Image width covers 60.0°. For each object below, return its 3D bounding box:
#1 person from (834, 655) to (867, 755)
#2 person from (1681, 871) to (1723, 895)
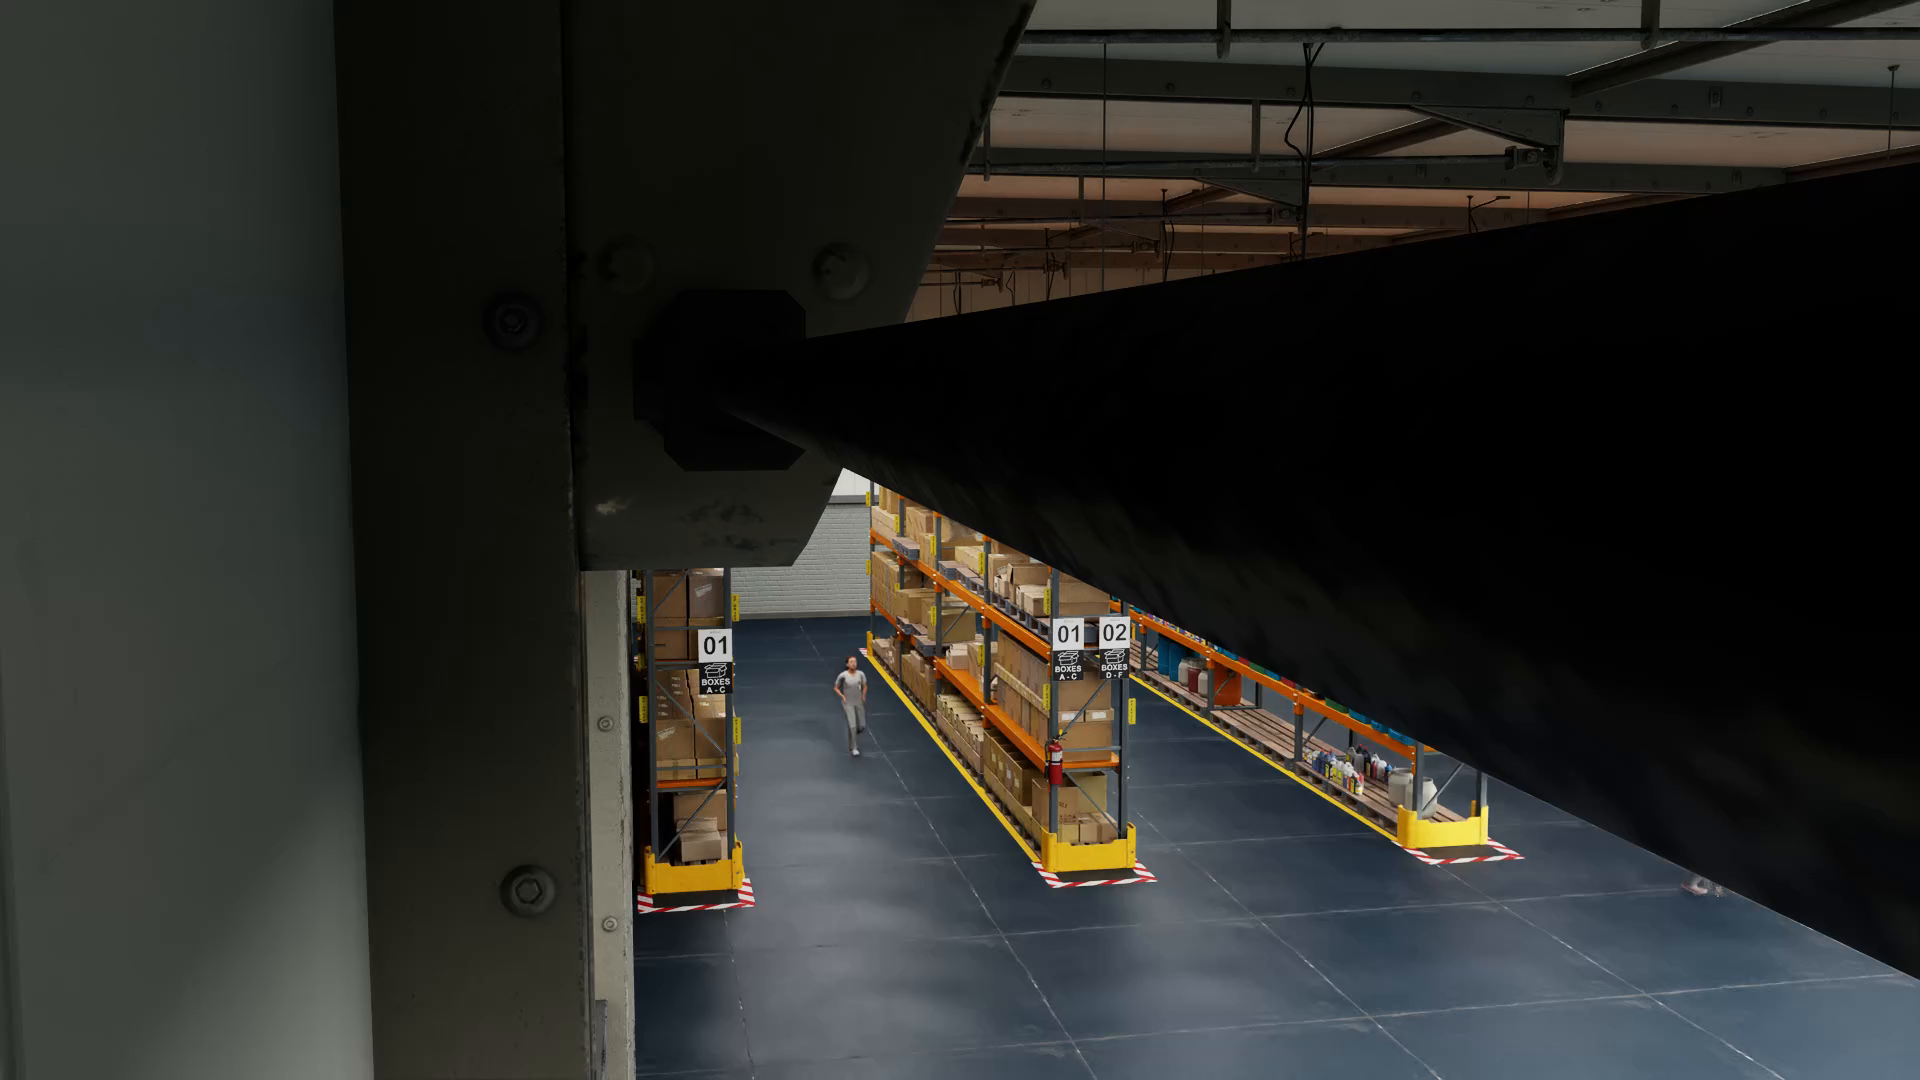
[{"bbox_3d":[-1.780,2.681,27.229,0.563,1.619,0.609,-2,6,-20],"label":"person"},{"bbox_3d":[9.042,3.443,19.787,0.762,1.606,0.607,2,6,17],"label":"person"}]
